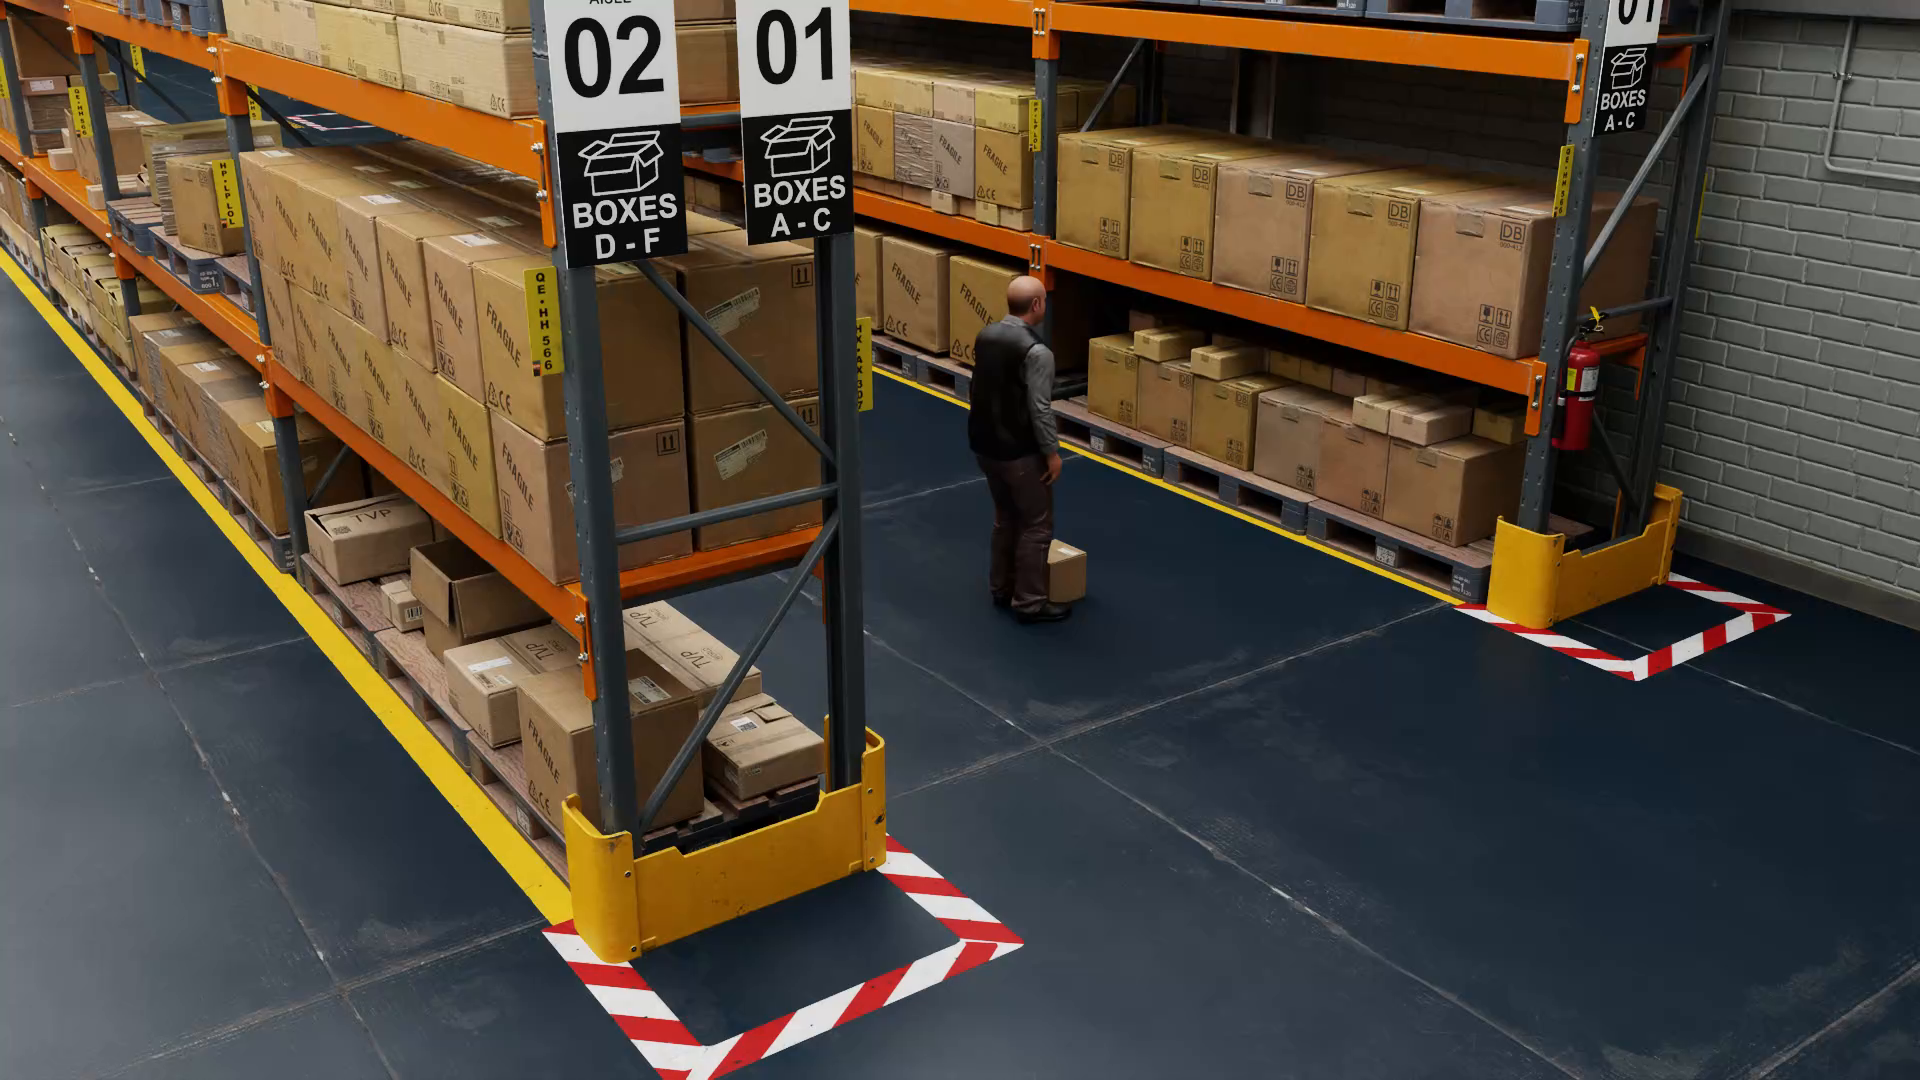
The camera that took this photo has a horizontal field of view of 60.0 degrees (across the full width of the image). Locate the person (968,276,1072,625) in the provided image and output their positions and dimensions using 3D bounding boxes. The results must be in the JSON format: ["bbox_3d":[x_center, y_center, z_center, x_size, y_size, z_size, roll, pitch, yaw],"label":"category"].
[{"bbox_3d":[0.285,-0.453,8.283,0.463,1.721,0.581,-14,25,-33],"label":"person"}]
